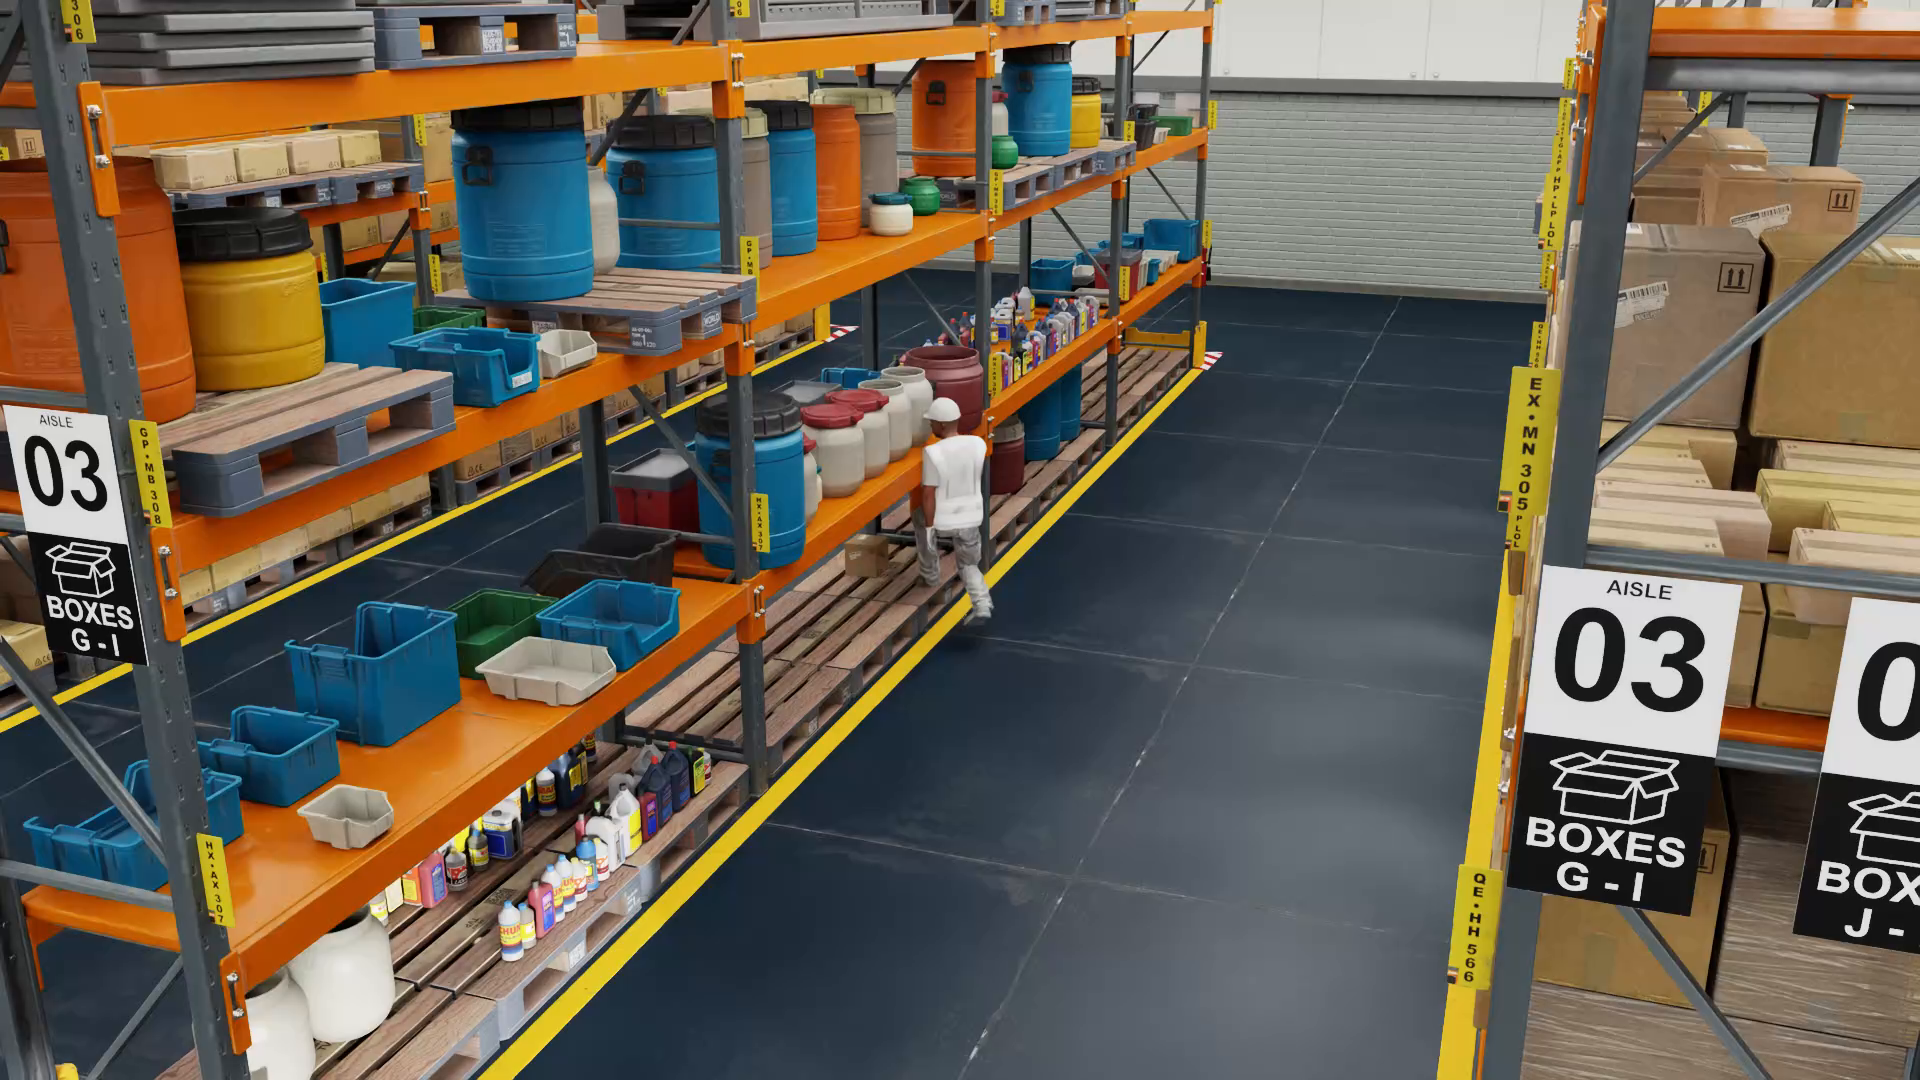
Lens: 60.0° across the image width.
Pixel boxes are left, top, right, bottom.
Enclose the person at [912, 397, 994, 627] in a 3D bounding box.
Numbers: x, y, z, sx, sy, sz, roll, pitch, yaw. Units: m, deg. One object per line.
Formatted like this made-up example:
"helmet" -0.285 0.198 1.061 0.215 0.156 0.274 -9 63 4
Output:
"person" -0.106 -0.239 11.766 0.519 1.591 1.046 -7 20 -20
